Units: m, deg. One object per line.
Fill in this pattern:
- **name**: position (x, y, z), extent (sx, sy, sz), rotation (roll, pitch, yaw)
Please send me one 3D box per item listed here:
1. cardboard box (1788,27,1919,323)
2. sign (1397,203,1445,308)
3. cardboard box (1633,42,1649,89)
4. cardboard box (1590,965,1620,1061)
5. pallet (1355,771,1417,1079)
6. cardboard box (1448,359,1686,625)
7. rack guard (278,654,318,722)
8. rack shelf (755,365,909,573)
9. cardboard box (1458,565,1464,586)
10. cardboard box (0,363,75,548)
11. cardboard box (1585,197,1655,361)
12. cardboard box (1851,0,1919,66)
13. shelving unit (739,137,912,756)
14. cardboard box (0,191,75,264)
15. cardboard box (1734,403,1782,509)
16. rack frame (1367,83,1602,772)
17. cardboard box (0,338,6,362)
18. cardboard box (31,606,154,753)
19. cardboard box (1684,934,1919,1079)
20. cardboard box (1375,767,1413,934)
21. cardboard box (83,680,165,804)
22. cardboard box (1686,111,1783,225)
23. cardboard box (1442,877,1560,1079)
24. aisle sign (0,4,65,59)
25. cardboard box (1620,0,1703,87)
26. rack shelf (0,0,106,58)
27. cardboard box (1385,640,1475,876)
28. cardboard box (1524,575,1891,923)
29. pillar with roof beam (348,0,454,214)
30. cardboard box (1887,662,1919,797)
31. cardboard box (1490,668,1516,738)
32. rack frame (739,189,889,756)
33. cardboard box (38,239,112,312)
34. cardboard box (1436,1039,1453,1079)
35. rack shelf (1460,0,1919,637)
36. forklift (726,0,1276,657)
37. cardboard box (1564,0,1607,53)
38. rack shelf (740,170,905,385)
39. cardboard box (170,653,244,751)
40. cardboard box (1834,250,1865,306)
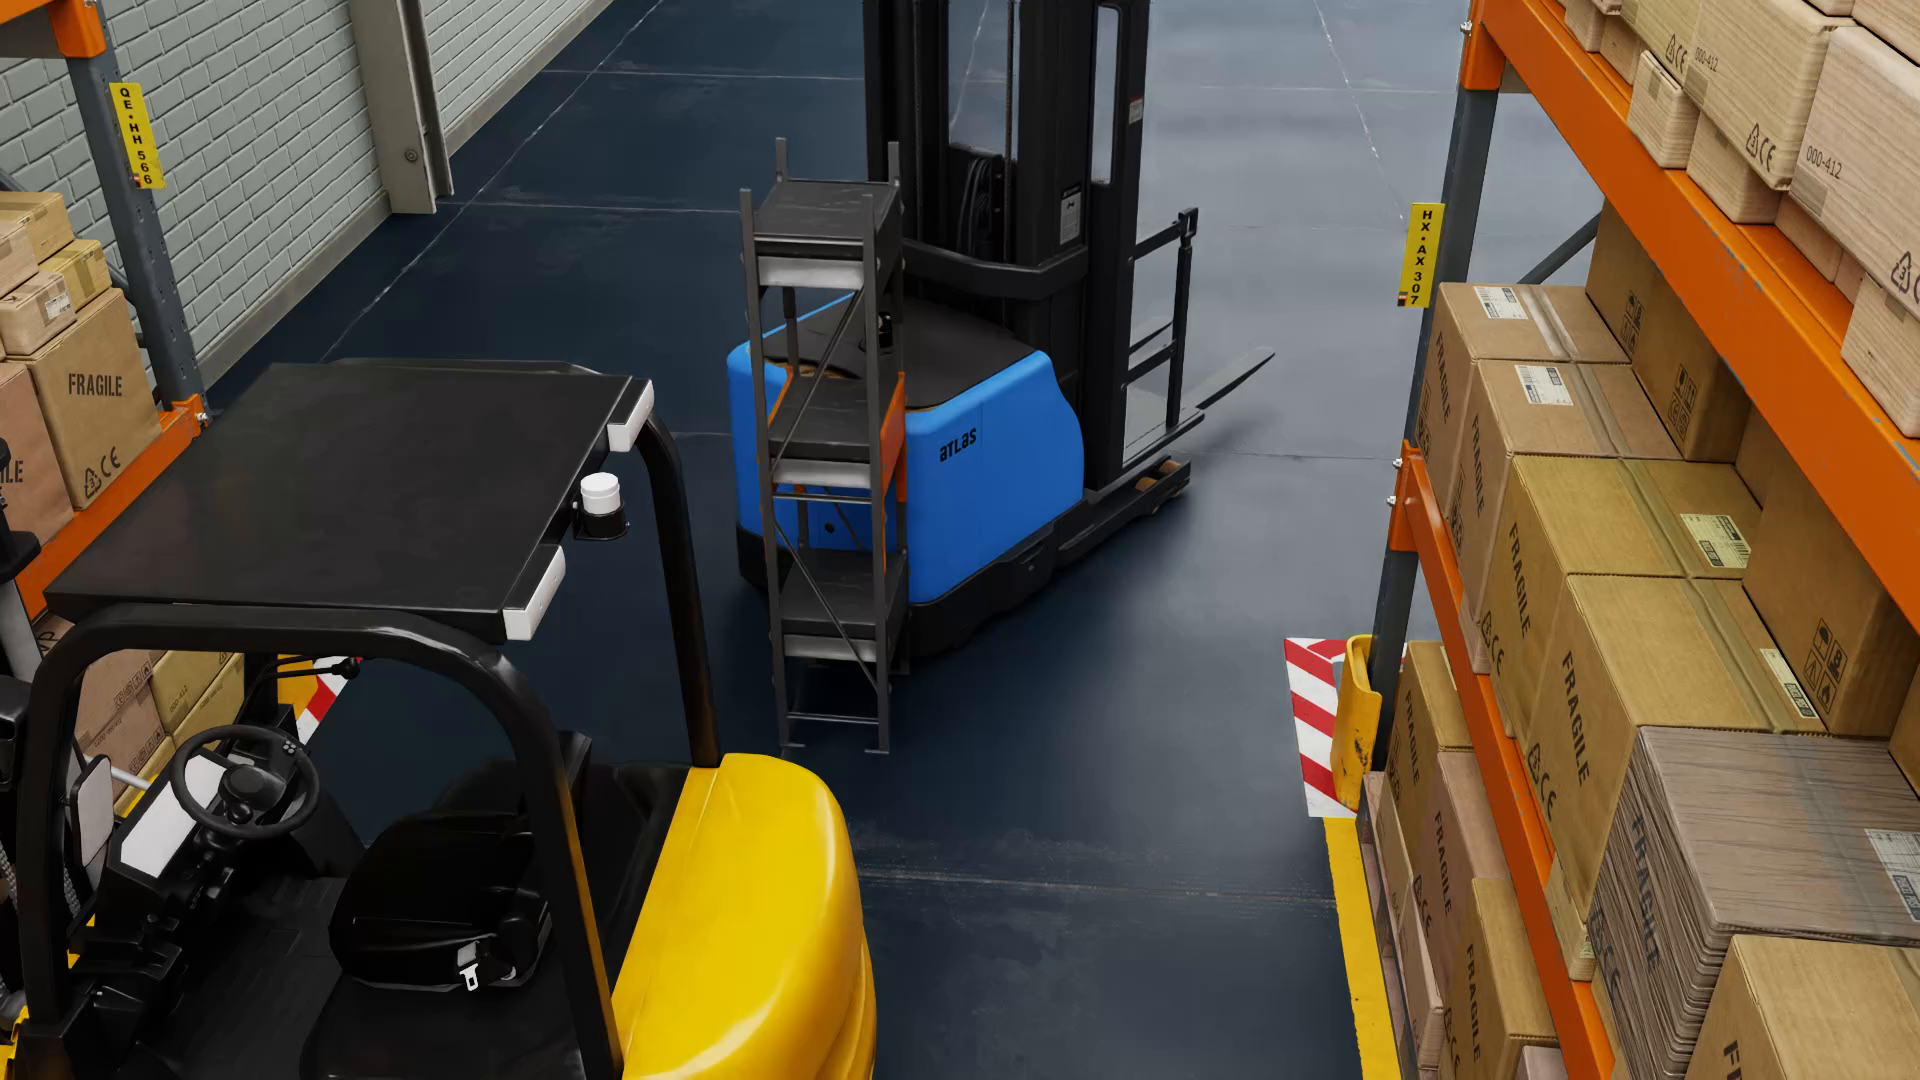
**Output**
- **cardboard box**: position (1.448, -0.471, 2.156), extent (0.500, 0.250, 0.500), rotation (2, 32, 3)
- **sign**: position (1.369, -0.842, 4.932), extent (0.100, 0.325, 0.005), rotation (2, 32, 4)
- **cardboard box**: position (1.558, -0.913, 3.253), extent (0.380, 0.149, 0.250), rotation (2, 32, 2)
- **cardboard box**: position (1.437, 0.903, 3.165), extent (0.380, 0.149, 0.250), rotation (2, 32, 3)
- **pallet**: position (1.802, 1.200, 5.102), extent (1.003, 0.211, 1.213), rotation (2, 32, 4)
- **cardboard box**: position (1.556, -0.113, 4.195), extent (0.500, 0.500, 0.500), rotation (3, 32, 5)
- **rack guard**: position (-3.036, 0.391, 6.139), extent (1.175, 0.500, 0.348), rotation (2, 32, 4)
- **rack shelf**: position (-0.424, -0.248, 5.678), extent (0.431, 0.518, 0.480), rotation (4, 32, 6)
- **cardboard box**: position (1.567, 0.093, 4.479), extent (0.380, 0.149, 0.250), rotation (1, 32, 2)
- **cardboard box**: position (-2.867, -0.164, 4.561), extent (0.500, 0.500, 0.500), rotation (3, 32, 6)
- **cardboard box**: position (2.086, -0.769, 4.307), extent (0.700, 0.500, 0.500), rotation (2, 32, 3)
- **cardboard box**: position (1.431, -0.725, 2.187), extent (0.380, 0.149, 0.250), rotation (3, 32, 5)
- **shelving unit**: position (-0.424, -0.260, 5.670), extent (0.431, 2.100, 0.503), rotation (4, 32, 6)
- **cardboard box**: position (-2.857, -0.910, 4.870), extent (0.380, 0.149, 0.250), rotation (3, 32, 4)
- **cardboard box**: position (2.098, -0.233, 3.438), extent (0.700, 0.500, 0.500), rotation (2, 32, 3)
- **rack frame**: position (1.910, -0.450, 5.122), extent (1.000, 3.000, 0.127), rotation (2, 32, 4)
- **cardboard box**: position (-2.860, -0.518, 4.518), extent (0.380, 0.149, 0.250), rotation (3, 32, 5)
- **cardboard box**: position (-2.800, 0.427, 4.966), extent (0.500, 0.250, 0.500), rotation (3, 32, 5)
- **cardboard box**: position (1.408, 0.959, 2.455), extent (0.500, 0.500, 0.500), rotation (3, 32, 6)
- **cardboard box**: position (1.569, 0.951, 5.068), extent (0.500, 0.250, 0.500), rotation (2, 32, 4)
- **cardboard box**: position (-2.817, 0.648, 5.083), extent (0.500, 0.250, 0.500), rotation (2, 32, 4)
- **cardboard box**: position (1.477, -0.646, 2.819), extent (0.380, 0.149, 0.250), rotation (2, 32, 3)
- **cardboard box**: position (1.480, 1.180, 3.982), extent (0.500, 0.500, 0.500), rotation (3, 32, 5)
- **aisle sign**: position (-2.739, -1.789, 4.816), extent (0.394, 0.787, 0.004), rotation (2, 32, 4)
- **cardboard box**: position (1.535, -1.004, 3.021), extent (0.500, 0.250, 0.500), rotation (3, 32, 5)
- **rack shelf**: position (-3.200, -0.585, 3.168), extent (1.077, 0.370, 4.000), rotation (2, 32, 4)
- **cardboard box**: position (1.567, 0.645, 4.851), extent (0.500, 0.500, 0.500), rotation (1, 32, 2)
- **cardboard box**: position (1.482, 0.420, 3.331), extent (0.500, 0.500, 0.500), rotation (2, 32, 3)
- **pillar with roof beam**: position (0.787, -5.842, 8.153), extent (9.100, 9.000, 0.400), rotation (2, 32, 4)
- **cardboard box**: position (1.968, 0.298, 2.576), extent (0.700, 0.500, 0.500), rotation (2, 32, 3)
- **cardboard box**: position (1.513, 0.361, 4.045), extent (0.380, 0.149, 0.250), rotation (3, 32, 5)
- **rack frame**: position (-0.454, -0.133, 5.464), extent (0.400, 2.100, 0.015), rotation (4, 32, 6)
- **cardboard box**: position (-2.786, -0.786, 4.953), extent (0.380, 0.149, 0.250), rotation (3, 32, 5)
- **cardboard box**: position (1.488, 1.504, 4.171), extent (0.500, 0.250, 0.500), rotation (5, 32, 7)
- **rack shelf**: position (1.747, -0.375, 2.827), extent (1.077, 0.370, 4.000), rotation (2, 32, 4)
- **forklift**: position (0.393, -1.507, 6.901), extent (1.130, 2.935, 3.031), rotation (23, 38, 32)
- **cardboard box**: position (1.572, -1.183, 3.690), extent (0.380, 0.149, 0.250), rotation (3, 32, 5)
- **rack shelf**: position (-0.424, -0.844, 5.310), extent (0.431, 0.518, 0.480), rotation (4, 32, 6)
- **cardboard box**: position (-2.761, 0.590, 5.653), extent (0.500, 0.250, 0.500), rotation (3, 32, 4)
- **cardboard box**: position (1.509, -0.376, 2.382), extent (0.380, 0.149, 0.250), rotation (3, 32, 5)
